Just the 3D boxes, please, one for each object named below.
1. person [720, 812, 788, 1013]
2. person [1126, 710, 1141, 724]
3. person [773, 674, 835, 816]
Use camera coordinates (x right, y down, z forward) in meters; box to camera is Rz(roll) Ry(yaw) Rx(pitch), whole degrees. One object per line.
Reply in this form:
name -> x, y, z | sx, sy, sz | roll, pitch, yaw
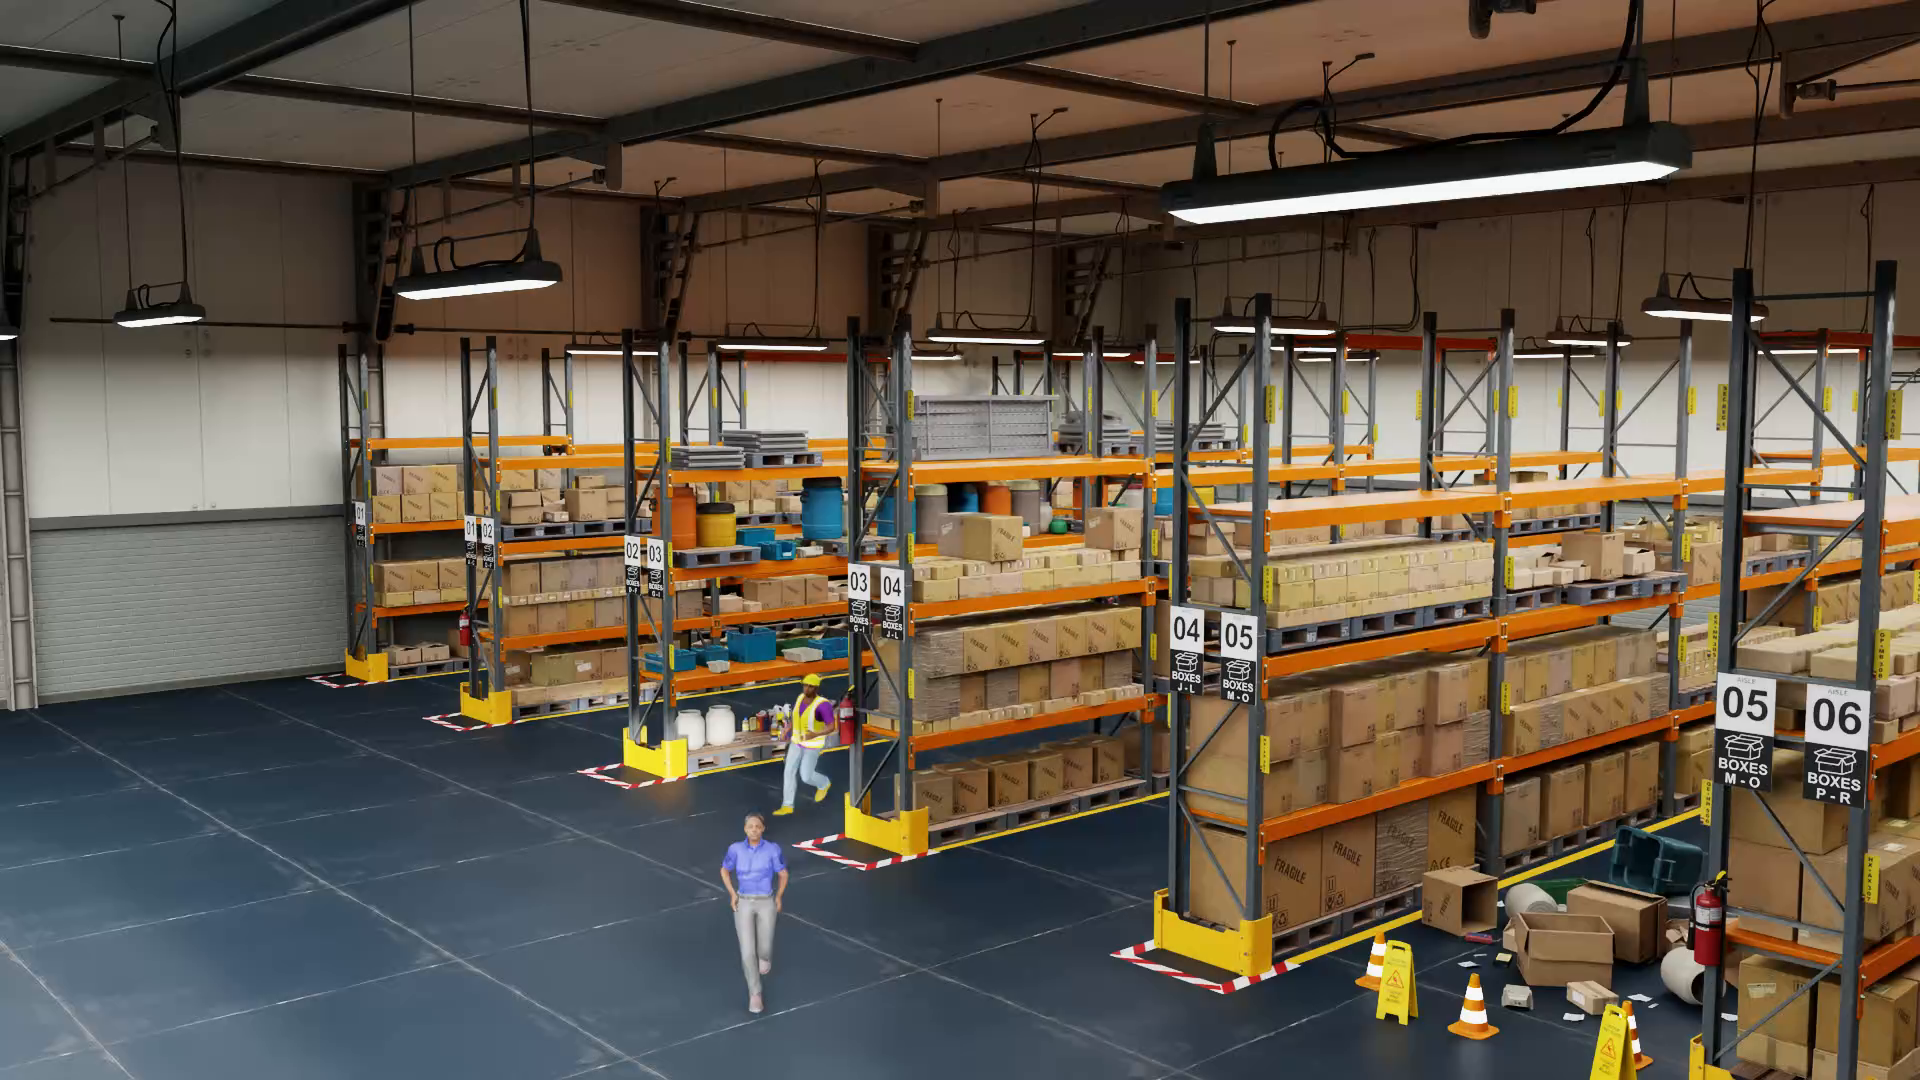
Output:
person -> -1.742, 3.111, 14.101 | 0.577, 1.632, 0.643 | -1, 5, -6
person -> 2.680, 2.142, 24.195 | 0.591, 1.730, 0.678 | -5, 7, -45
person -> -1.840, 2.478, 20.268 | 0.745, 1.730, 0.897 | 4, 6, 35
